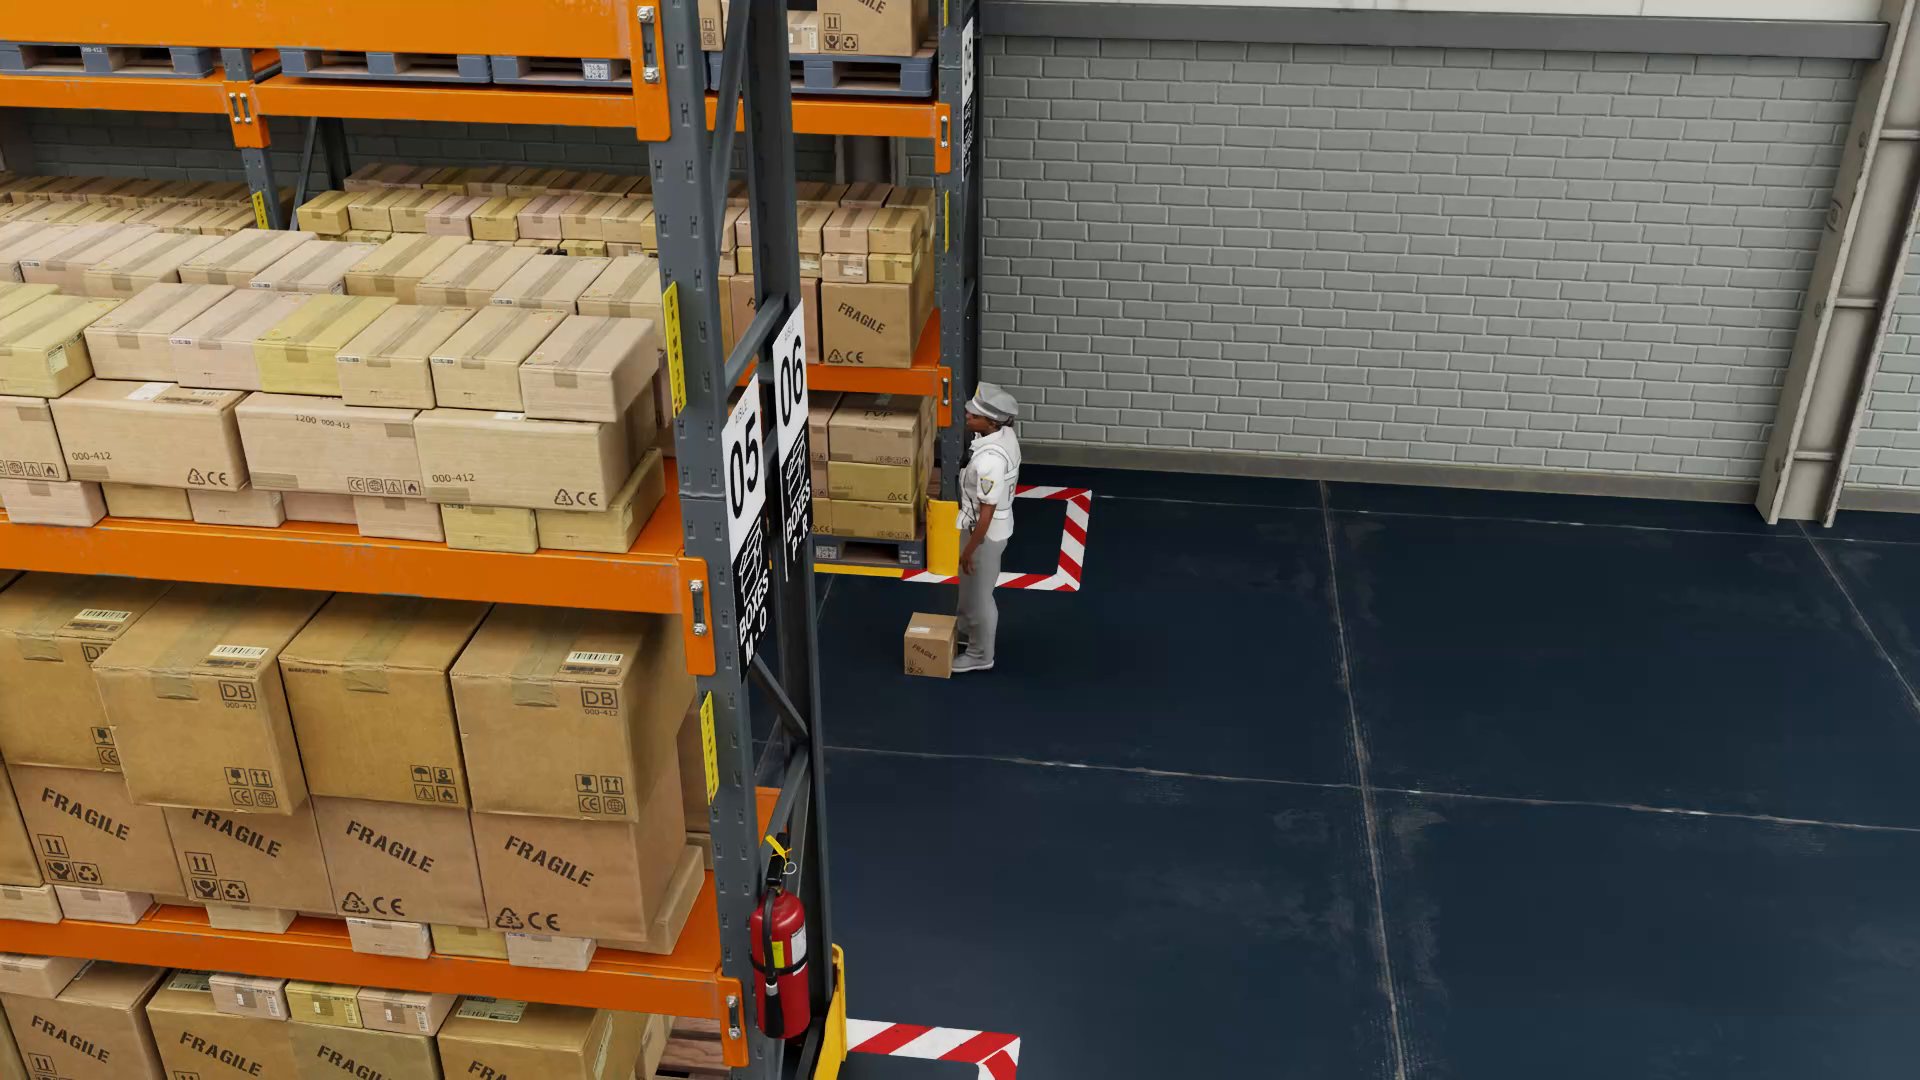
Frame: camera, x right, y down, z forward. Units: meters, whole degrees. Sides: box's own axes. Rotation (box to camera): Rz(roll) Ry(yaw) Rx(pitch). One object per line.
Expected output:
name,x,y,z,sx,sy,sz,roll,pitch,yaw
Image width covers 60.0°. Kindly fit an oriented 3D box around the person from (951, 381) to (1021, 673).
person,0.050,-0.066,8.793,0.527,1.698,0.570,3,29,6
